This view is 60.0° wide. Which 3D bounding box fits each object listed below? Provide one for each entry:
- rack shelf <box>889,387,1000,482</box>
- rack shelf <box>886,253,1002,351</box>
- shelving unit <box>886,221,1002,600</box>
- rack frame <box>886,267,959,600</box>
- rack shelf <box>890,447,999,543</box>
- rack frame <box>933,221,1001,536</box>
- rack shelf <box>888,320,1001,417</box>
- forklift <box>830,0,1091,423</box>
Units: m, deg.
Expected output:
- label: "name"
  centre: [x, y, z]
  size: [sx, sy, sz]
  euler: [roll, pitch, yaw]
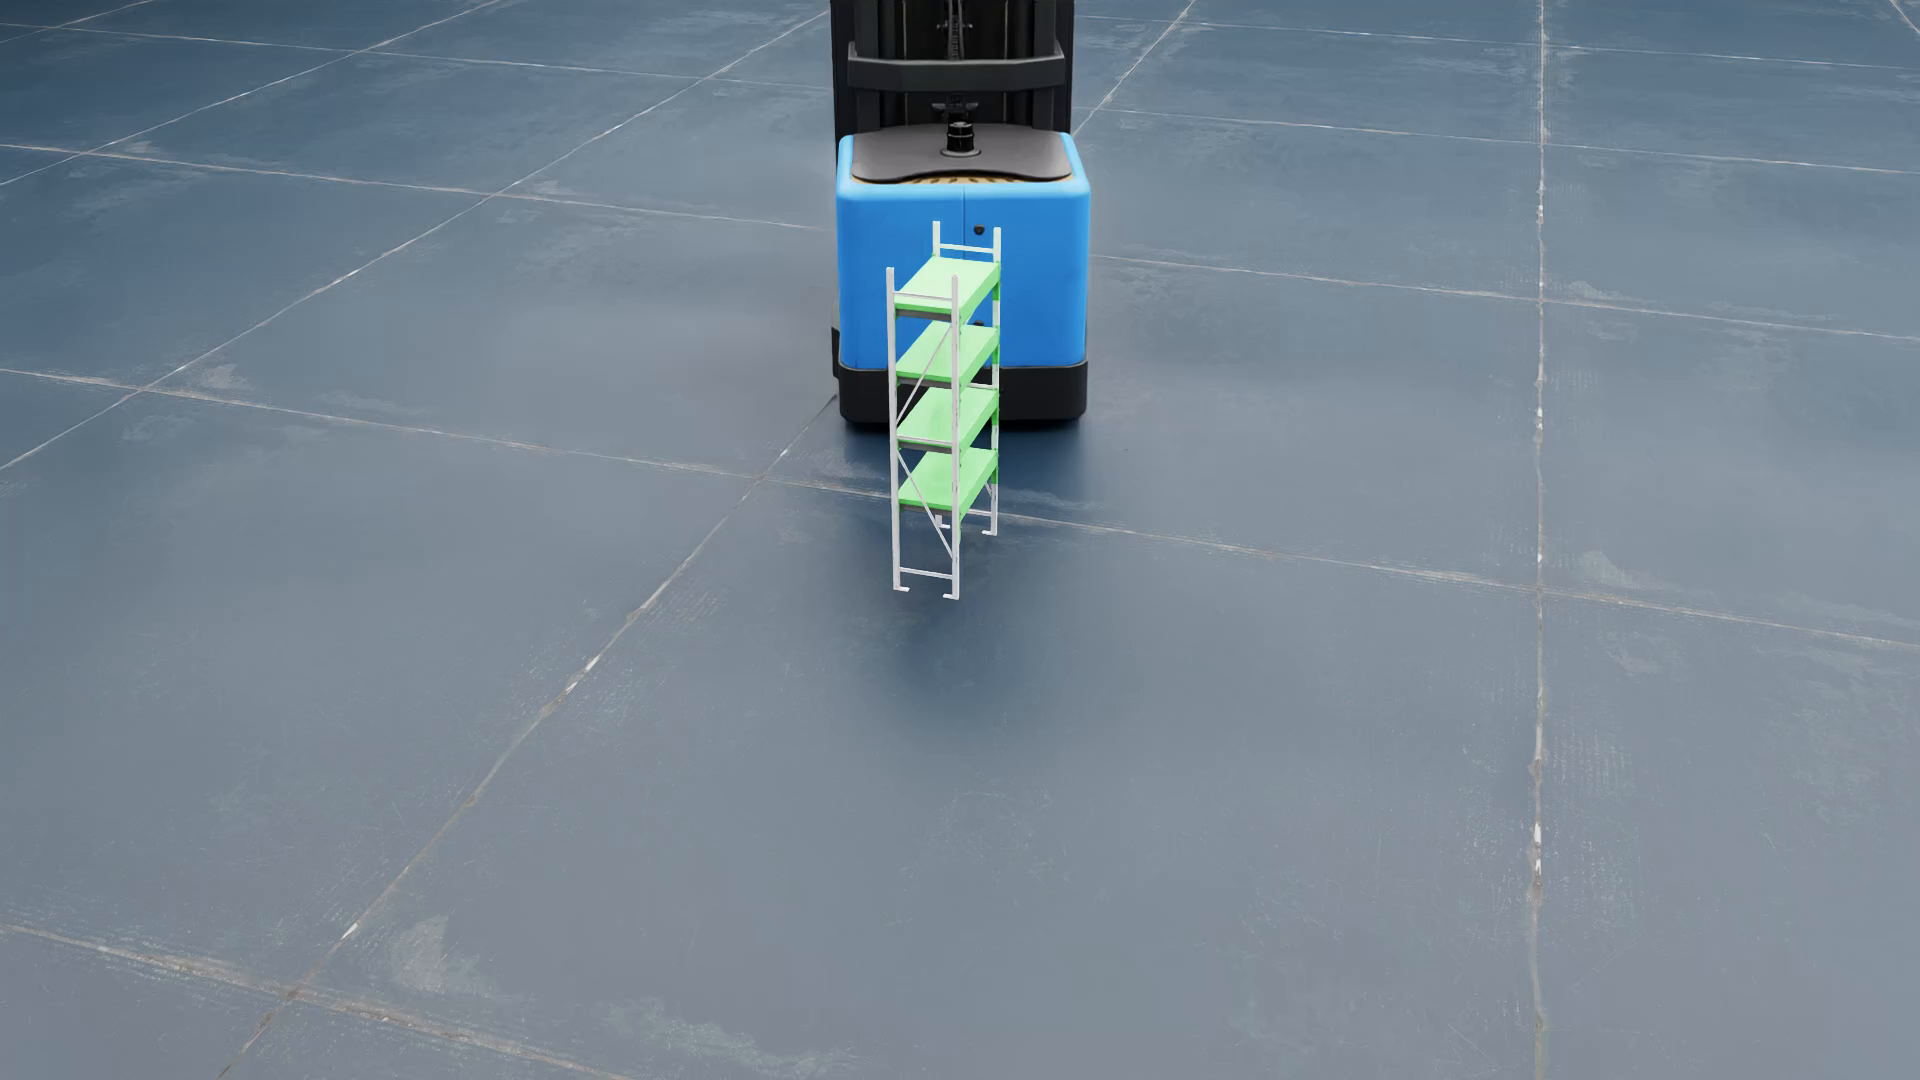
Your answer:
- label: "rack shelf"
  centre: [-0.049, -0.392, 5.851]
  size: [0.258, 0.148, 0.480]
  euler: [8, 30, 15]
- label: "rack shelf"
  centre: [-0.049, -0.811, 5.618]
  size: [0.258, 0.148, 0.480]
  euler: [8, 30, 15]
- label: "shelving unit"
  centre: [-0.049, -0.447, 5.820]
  size: [0.258, 1.200, 0.503]
  euler: [8, 30, 15]
- label: "rack frame"
  centre: [-0.120, -0.334, 5.616]
  size: [0.240, 1.200, 0.015]
  euler: [8, 30, 15]
- label: "rack shelf"
  centre: [-0.049, -0.182, 5.968]
  size: [0.258, 0.148, 0.480]
  euler: [8, 30, 15]
- label: "rack frame"
  centre: [0.023, -0.561, 6.024]
  size: [0.240, 1.200, 0.015]
  euler: [8, 30, 15]
- label: "rack shelf"
  centre: [-0.049, -0.601, 5.734]
  size: [0.258, 0.148, 0.480]
  euler: [8, 30, 15]
- label: "forklift"
  centre: [-0.045, -2.454, 7.647]
  size: [1.130, 2.935, 3.031]
  euler: [-1, 29, -2]
